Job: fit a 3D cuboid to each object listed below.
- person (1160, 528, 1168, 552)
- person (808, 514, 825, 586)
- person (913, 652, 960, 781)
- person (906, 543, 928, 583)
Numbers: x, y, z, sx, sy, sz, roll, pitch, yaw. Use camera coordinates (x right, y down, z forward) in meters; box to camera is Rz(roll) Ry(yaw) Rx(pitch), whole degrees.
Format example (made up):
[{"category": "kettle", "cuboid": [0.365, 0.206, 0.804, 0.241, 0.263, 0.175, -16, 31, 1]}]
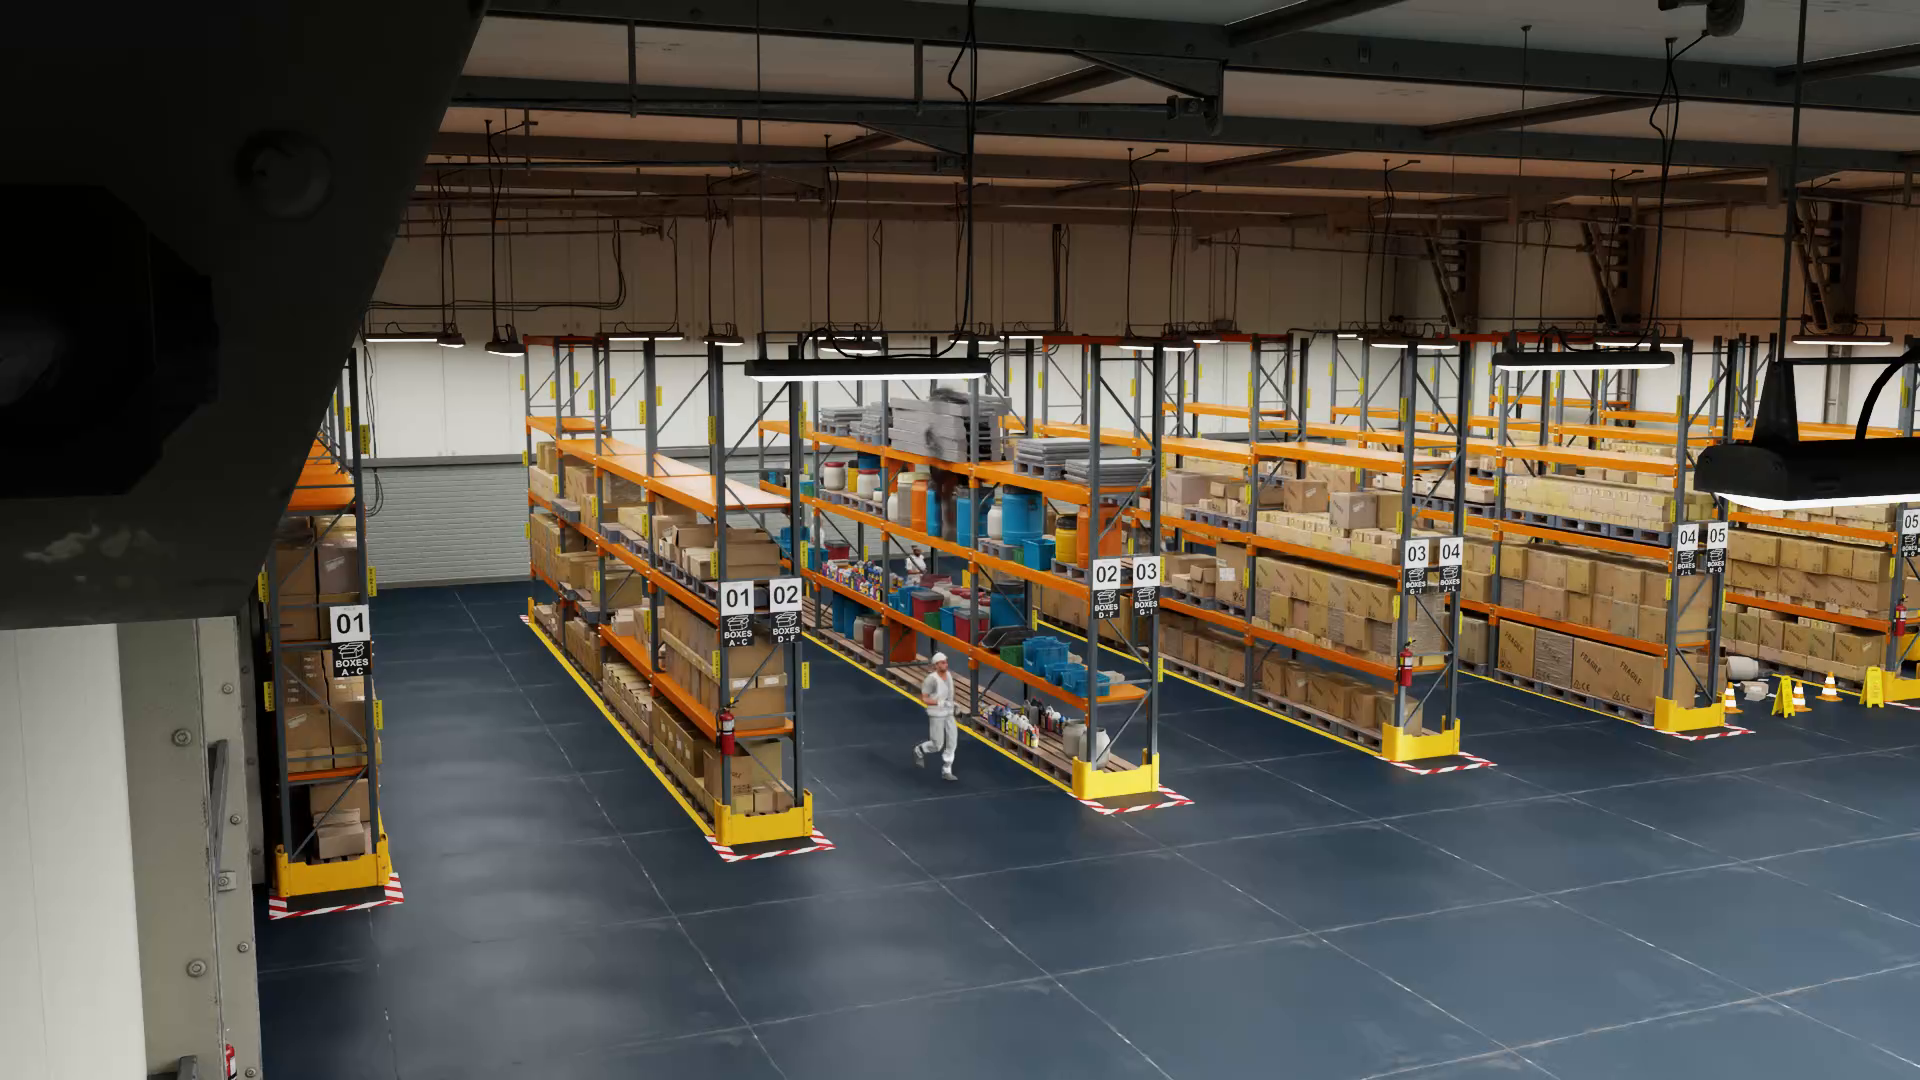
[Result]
[{"category": "person", "cuboid": [4.431, 0.547, 37.086, 0.571, 1.654, 0.950, -5, 9, -31]}, {"category": "person", "cuboid": [-3.422, 0.220, 39.519, 0.676, 1.745, 0.696, 0, 8, 1]}, {"category": "person", "cuboid": [-0.305, 2.414, 22.956, 0.790, 1.758, 0.658, 7, 10, 42]}, {"category": "person", "cuboid": [-0.918, 0.901, 34.442, 0.558, 1.711, 0.901, -5, 9, -34]}]
